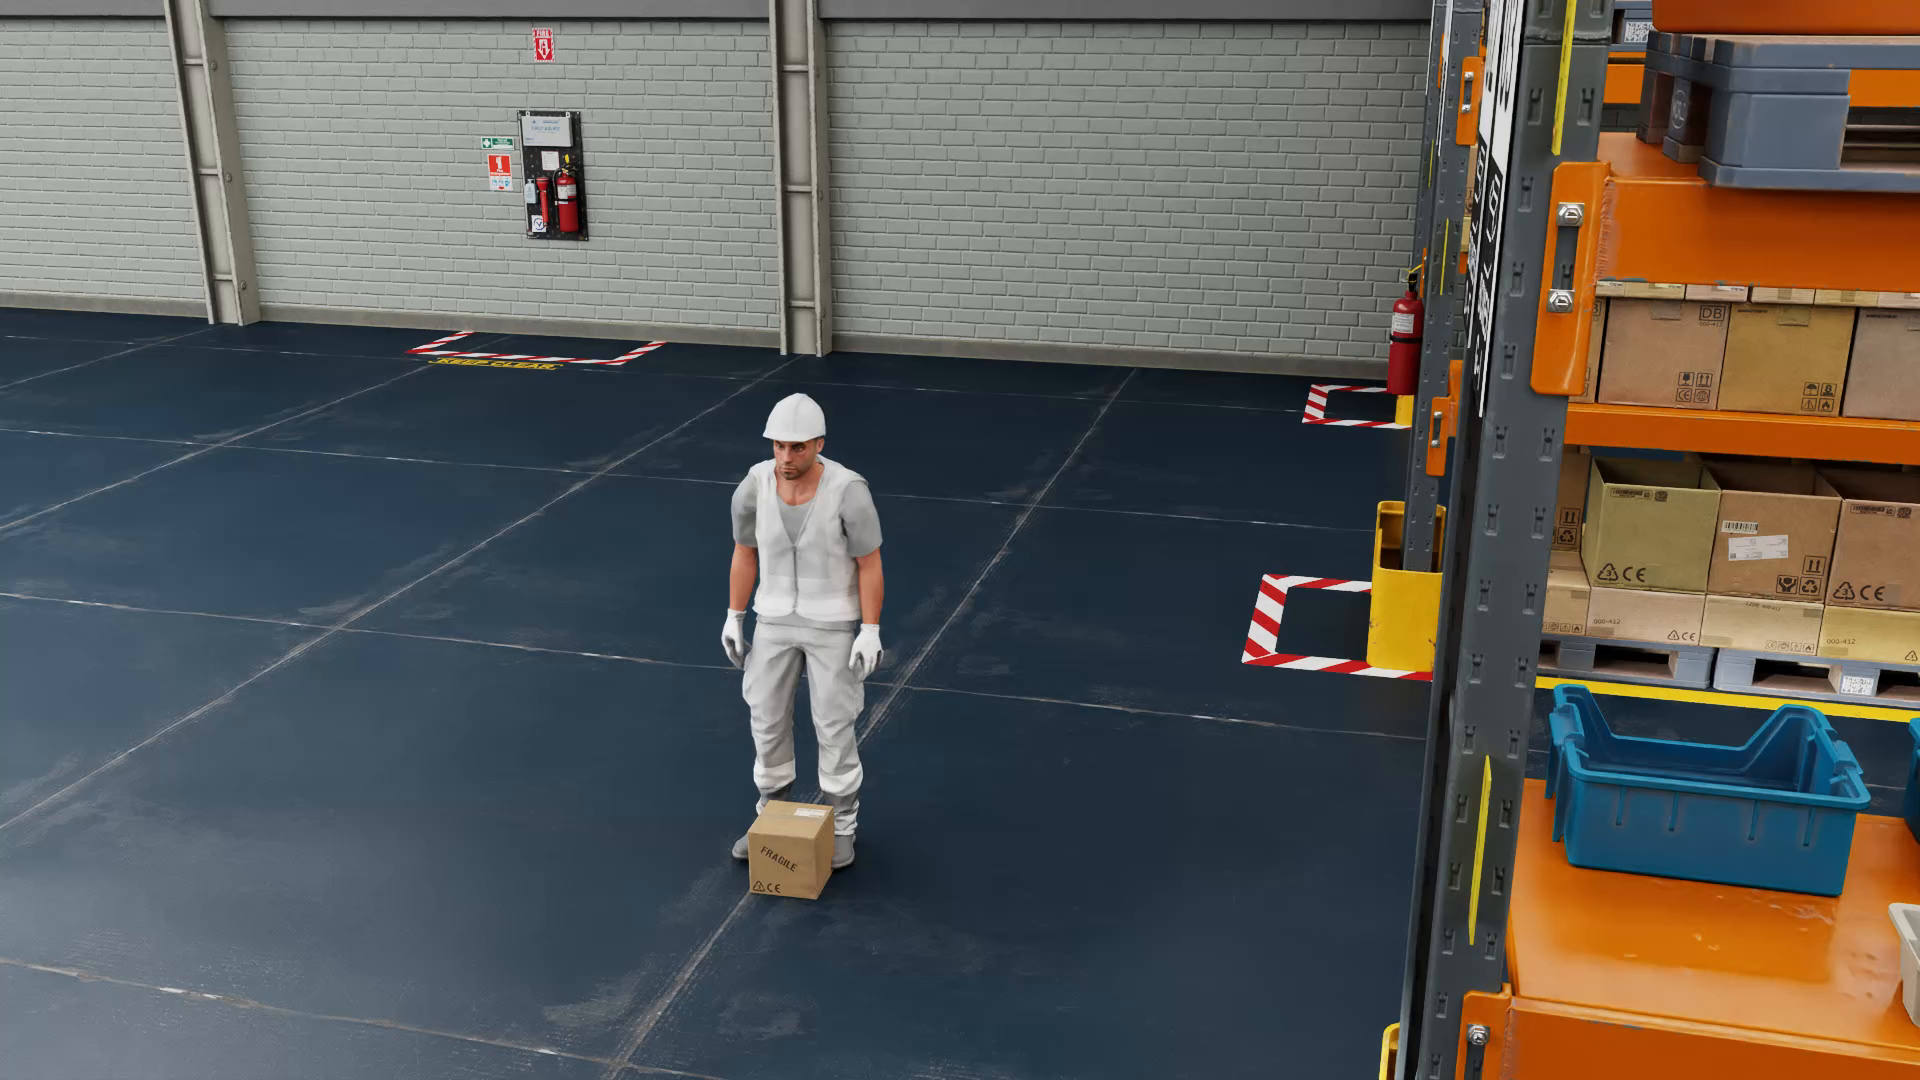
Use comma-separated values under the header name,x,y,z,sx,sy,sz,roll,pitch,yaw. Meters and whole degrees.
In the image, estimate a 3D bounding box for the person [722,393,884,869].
name,x,y,z,sx,sy,sz,roll,pitch,yaw
person,-0.569,0.329,6.024,0.609,1.779,0.449,5,19,14
